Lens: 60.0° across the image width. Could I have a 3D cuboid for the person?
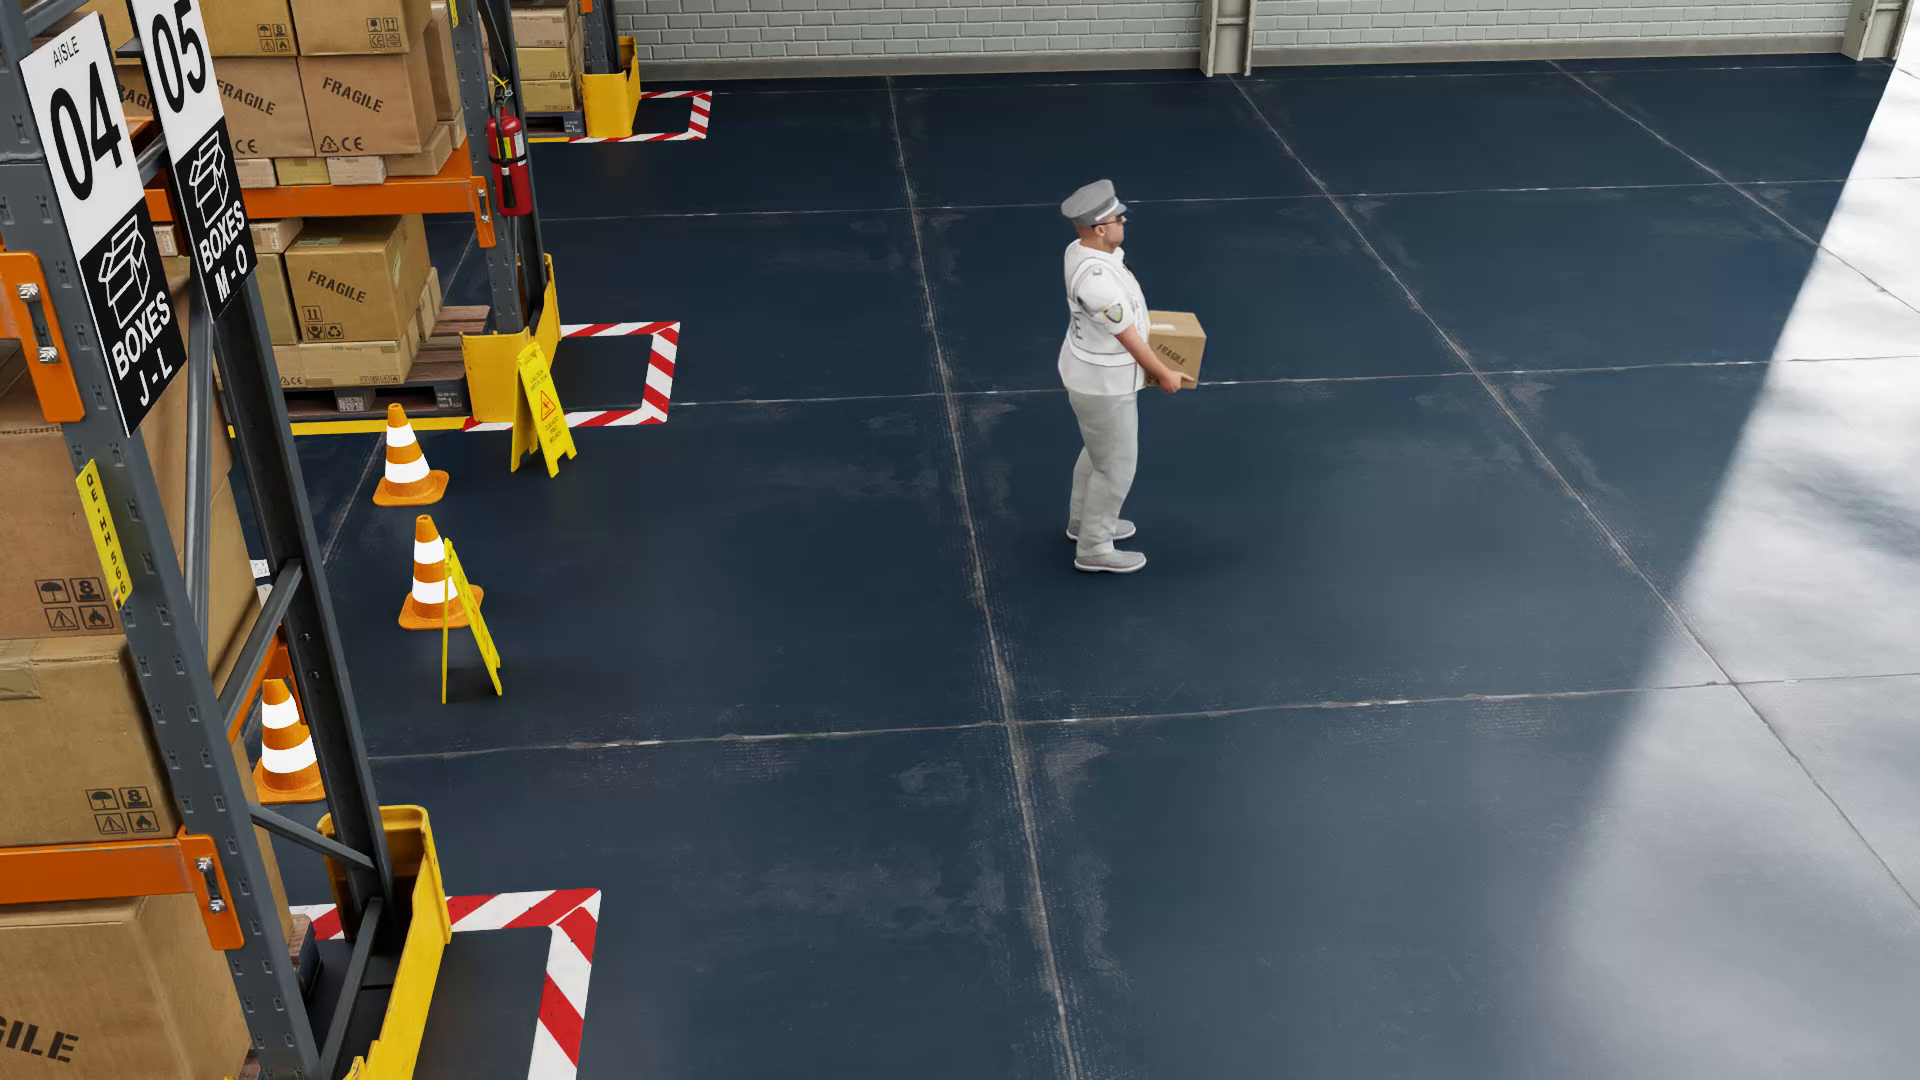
[{"bbox_3d":[0.710,-0.718,7.311,0.573,1.762,0.493,-3,31,-4],"label":"person"}]
